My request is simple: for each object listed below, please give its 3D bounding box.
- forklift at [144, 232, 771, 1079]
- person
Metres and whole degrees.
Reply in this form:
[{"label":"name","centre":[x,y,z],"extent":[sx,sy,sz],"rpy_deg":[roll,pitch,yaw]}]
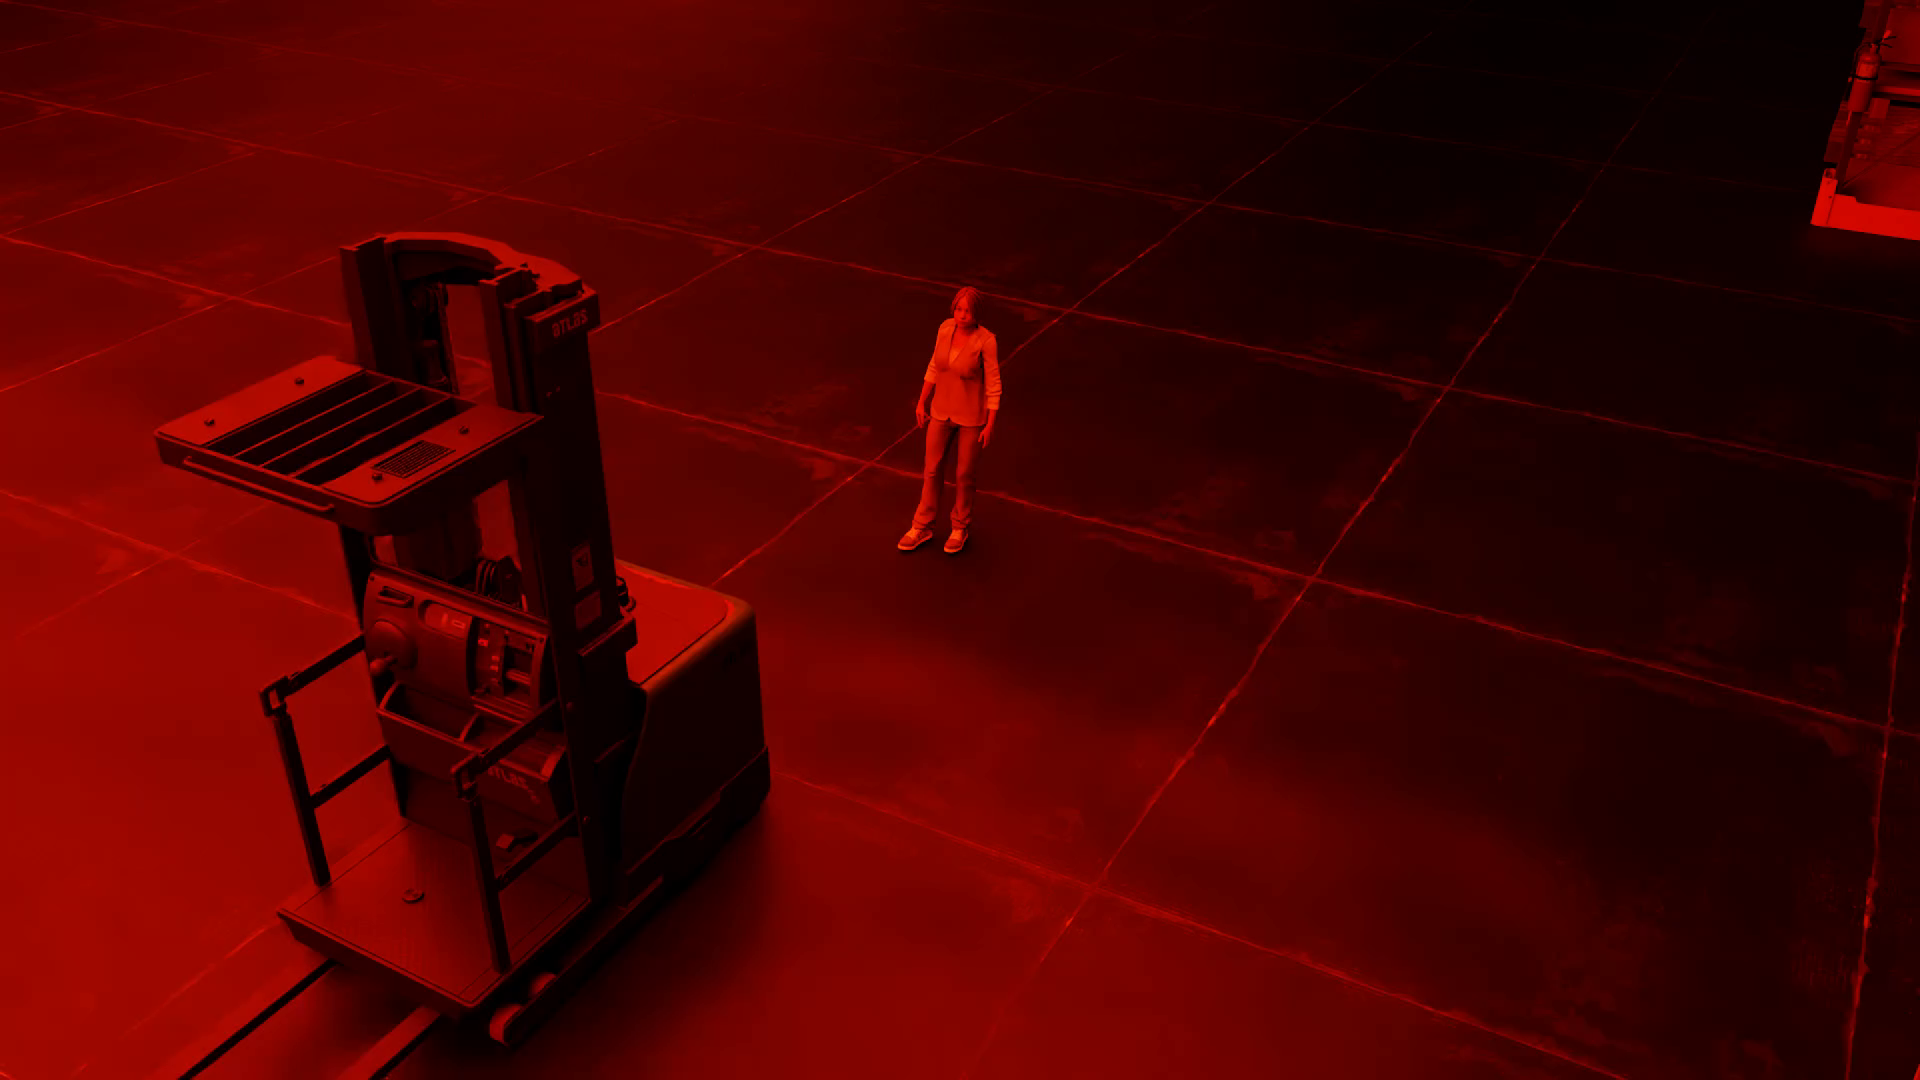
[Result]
[{"label":"forklift","centre":[-2.063,0.458,6.278],"extent":[1.130,2.935,3.031],"rpy_deg":[16,34,26]},{"label":"person","centre":[-0.048,-0.669,9.550],"extent":[0.520,1.597,0.475],"rpy_deg":[15,33,25]}]
